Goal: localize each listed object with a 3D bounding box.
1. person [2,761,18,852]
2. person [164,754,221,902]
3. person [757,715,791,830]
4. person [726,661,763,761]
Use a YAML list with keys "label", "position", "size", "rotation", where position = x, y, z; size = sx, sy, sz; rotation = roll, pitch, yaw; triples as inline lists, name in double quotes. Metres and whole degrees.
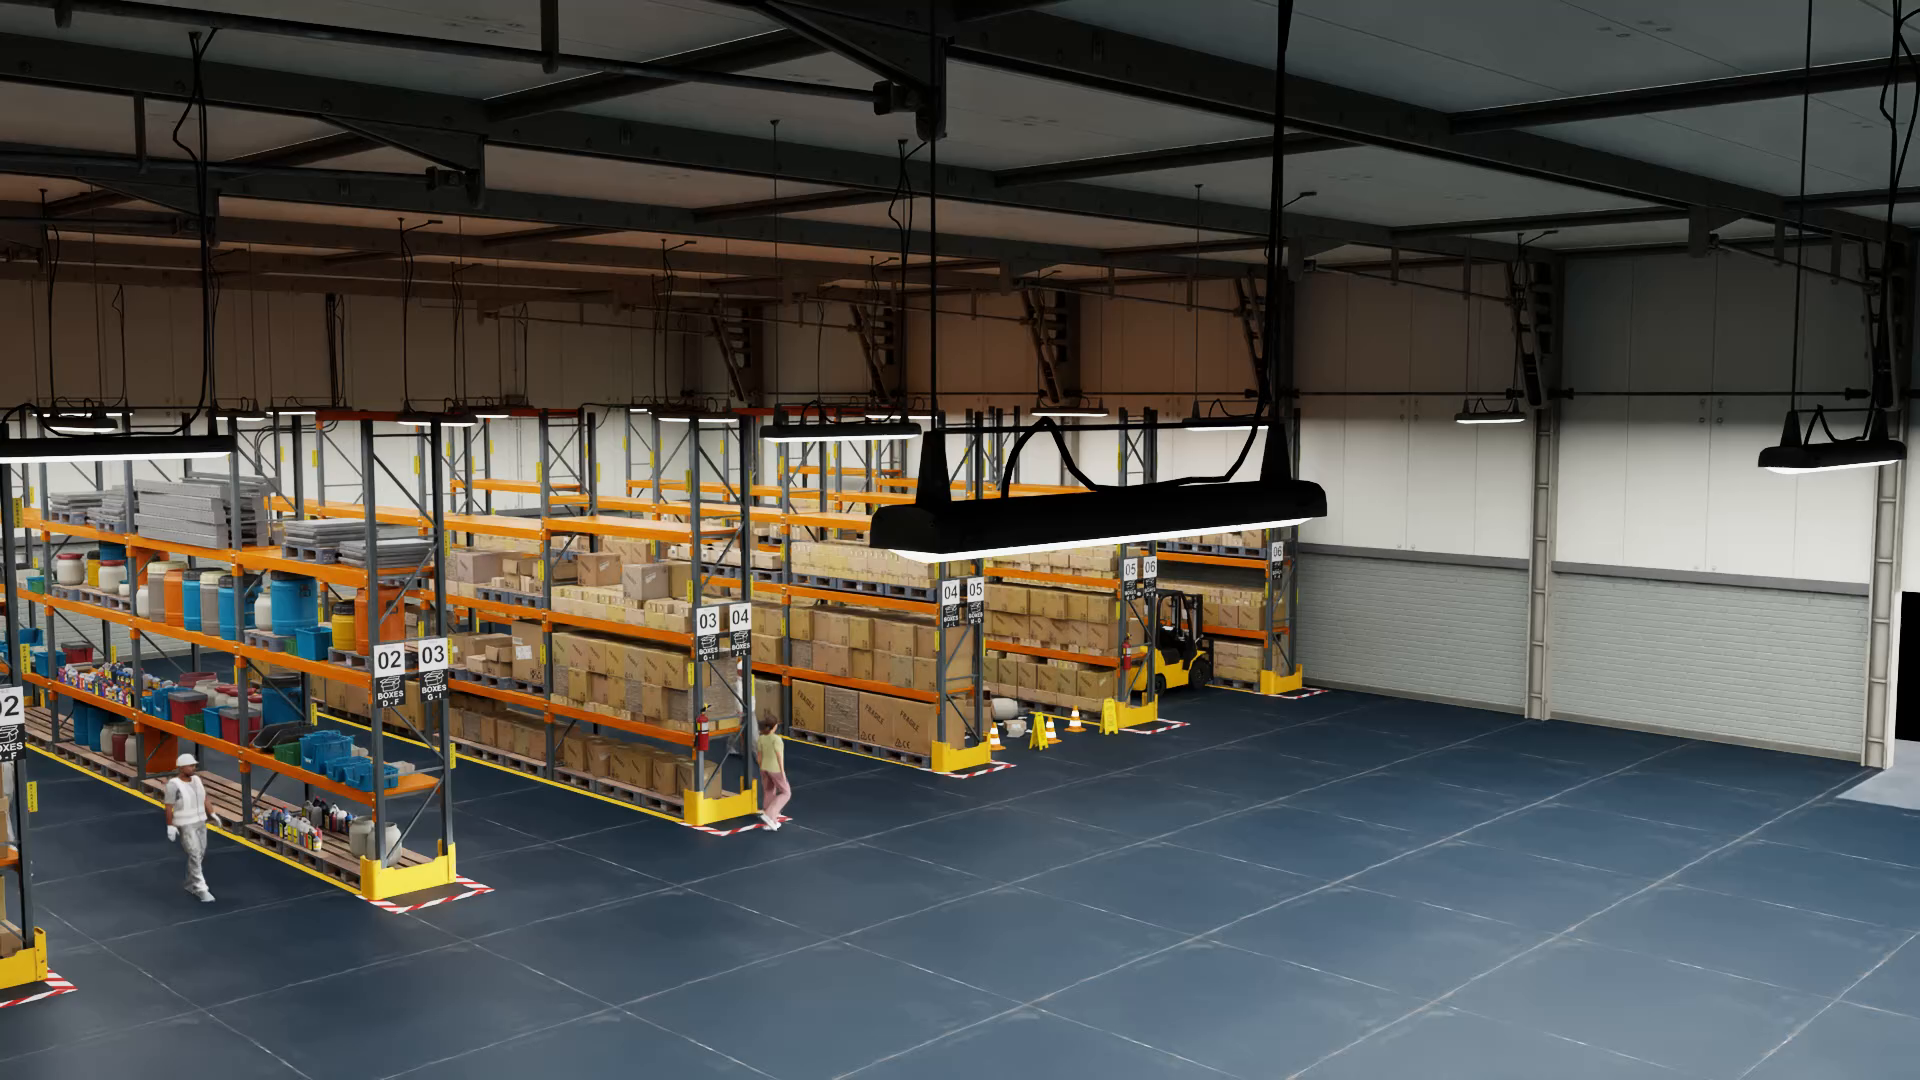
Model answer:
- label: "person"
  position: [-13.224, 3.472, 22.966]
  size: [1.071, 1.599, 0.534]
  rotation: [3, 6, 29]
- label: "person"
  position: [-9.583, 3.608, 20.946]
  size: [0.680, 1.814, 0.571]
  rotation: [2, 5, 18]
- label: "person"
  position: [-2.741, 3.359, 23.973]
  size: [0.469, 1.667, 0.476]
  rotation: [4, 6, 37]
- label: "person"
  position: [-3.694, 2.941, 28.707]
  size: [0.524, 1.692, 1.115]
  rotation: [-4, 6, -37]
